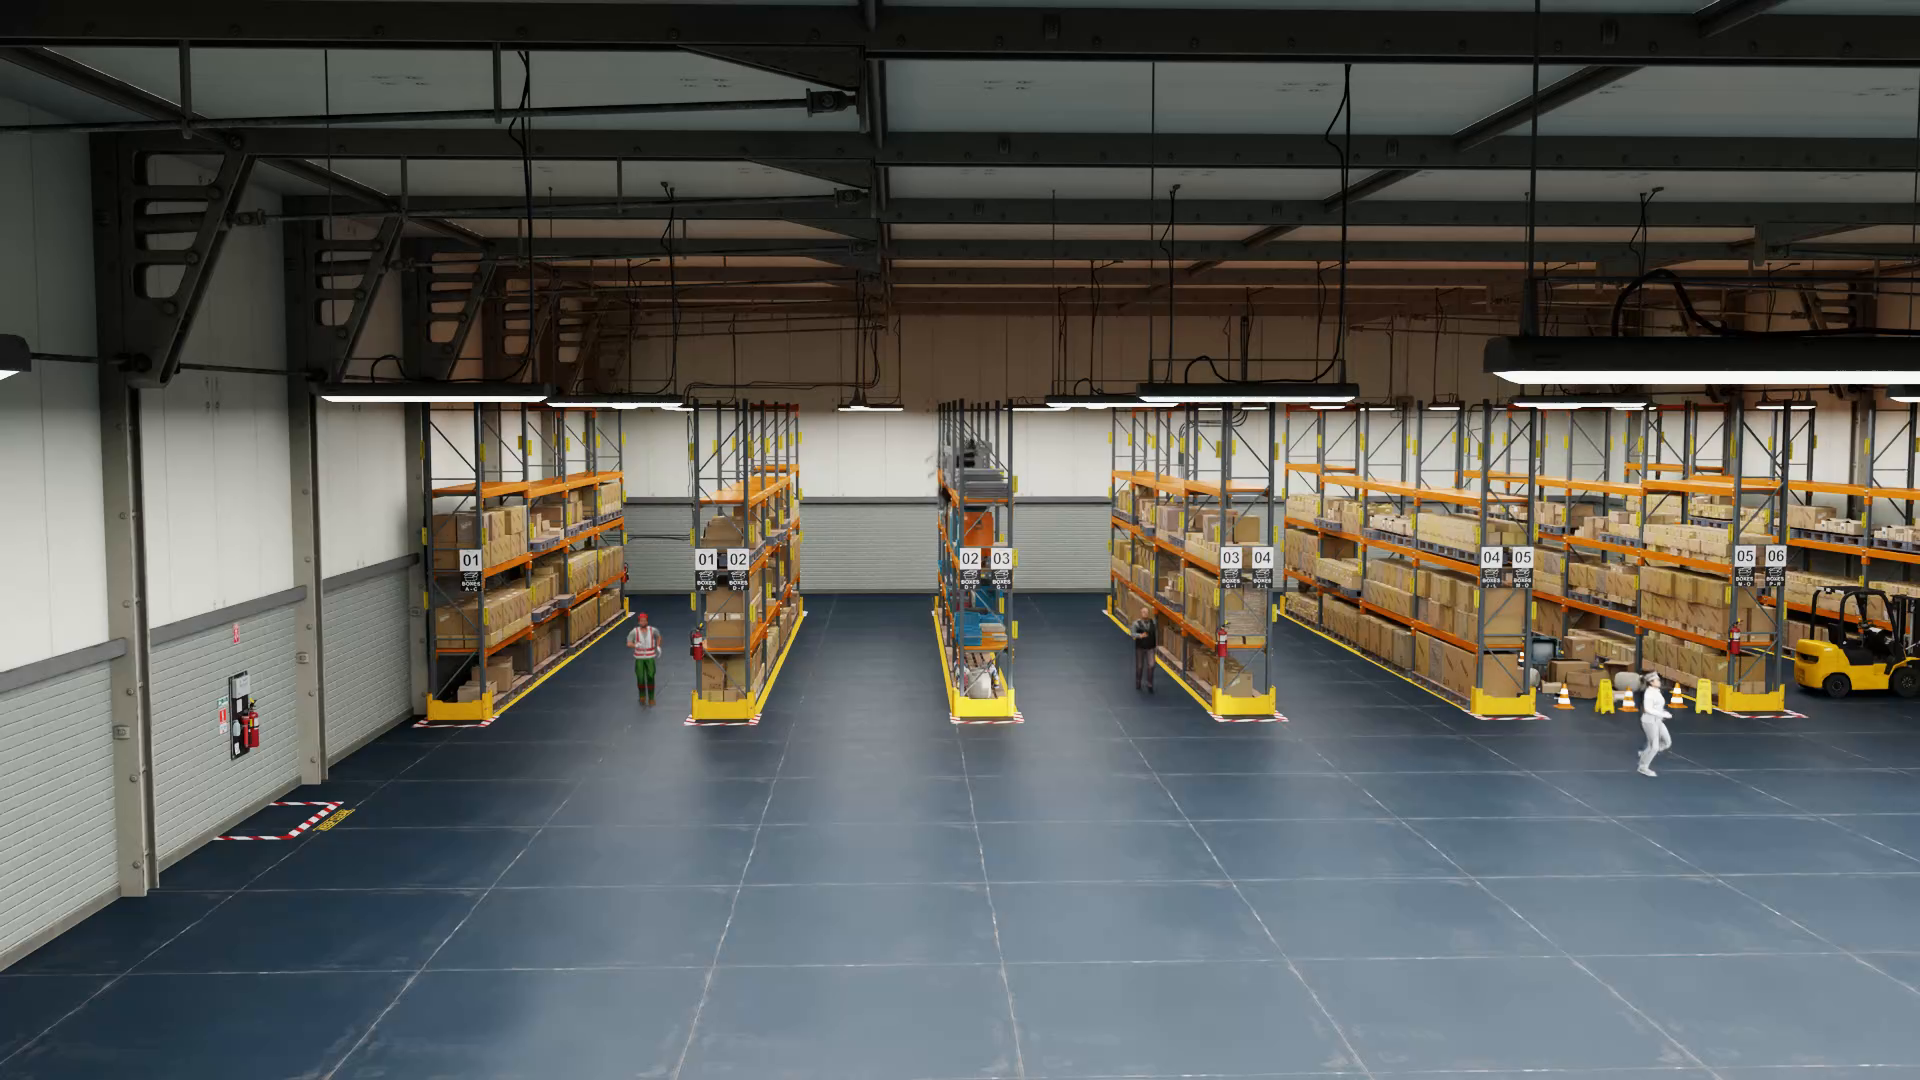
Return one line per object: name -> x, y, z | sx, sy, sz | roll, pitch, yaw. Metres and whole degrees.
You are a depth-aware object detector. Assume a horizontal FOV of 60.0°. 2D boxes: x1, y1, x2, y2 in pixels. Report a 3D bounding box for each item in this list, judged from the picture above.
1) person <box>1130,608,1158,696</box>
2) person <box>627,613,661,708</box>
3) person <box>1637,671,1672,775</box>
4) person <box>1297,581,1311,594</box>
person -> 3.778, 2.274, 34.094 | 0.645, 1.795, 0.808 | 0, 4, -4
person -> -6.188, 2.356, 32.581 | 0.665, 1.858, 0.726 | -1, 4, -13
person -> 11.008, 2.893, 26.295 | 0.513, 1.668, 0.668 | 3, 5, 36
person -> 10.222, 1.159, 48.867 | 0.780, 1.708, 0.733 | 0, 4, -3
